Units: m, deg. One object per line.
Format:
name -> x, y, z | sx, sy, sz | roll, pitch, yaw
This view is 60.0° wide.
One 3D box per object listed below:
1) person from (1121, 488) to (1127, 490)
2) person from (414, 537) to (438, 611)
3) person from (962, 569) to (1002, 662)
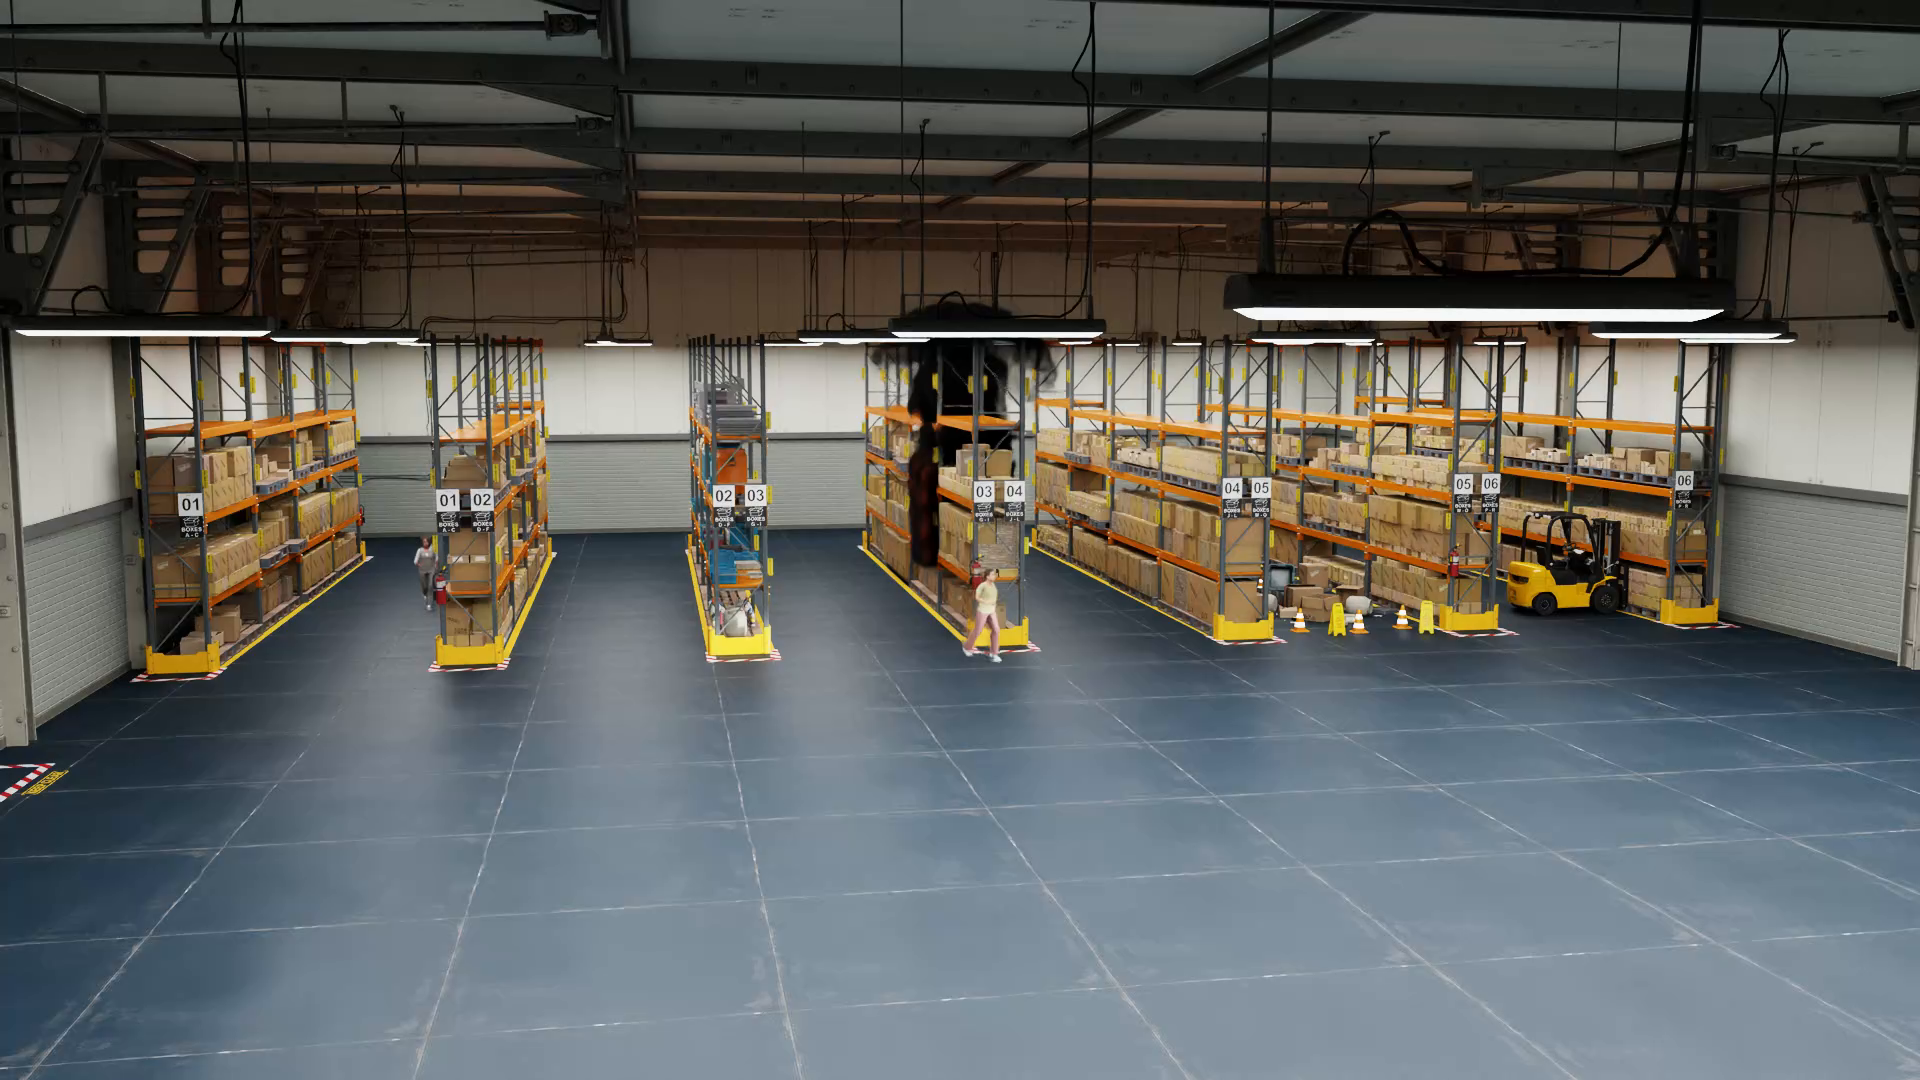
person -> 4.982, -0.798, 50.232 | 0.651, 1.565, 0.536 | -2, 7, -20
person -> -11.796, 0.727, 36.785 | 0.522, 1.591, 0.831 | -2, 7, -18
person -> 0.501, 1.368, 30.790 | 0.850, 1.699, 0.618 | 6, 9, 44
